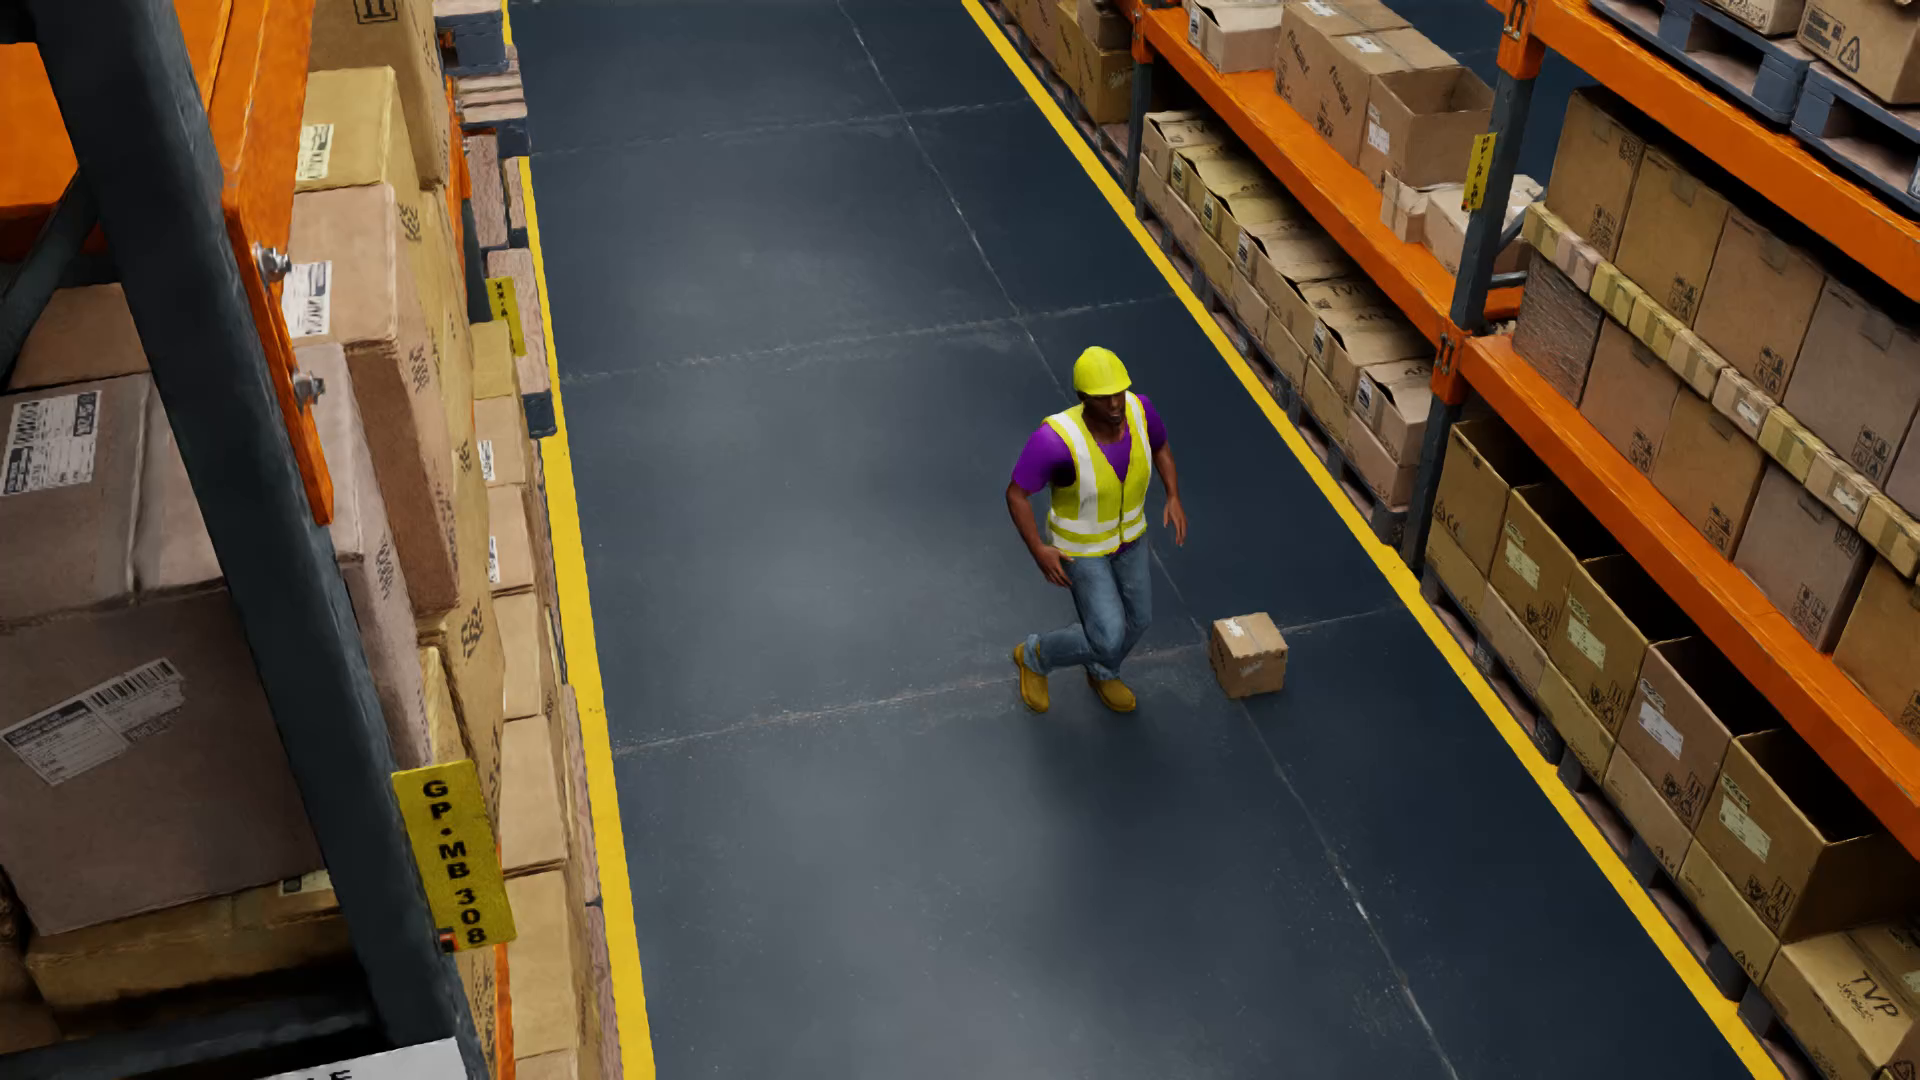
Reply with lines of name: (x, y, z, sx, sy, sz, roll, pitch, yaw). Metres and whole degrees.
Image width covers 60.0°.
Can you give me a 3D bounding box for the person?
person: (0.597, -0.006, 6.732, 0.756, 1.730, 0.503, -27, 45, -30)
